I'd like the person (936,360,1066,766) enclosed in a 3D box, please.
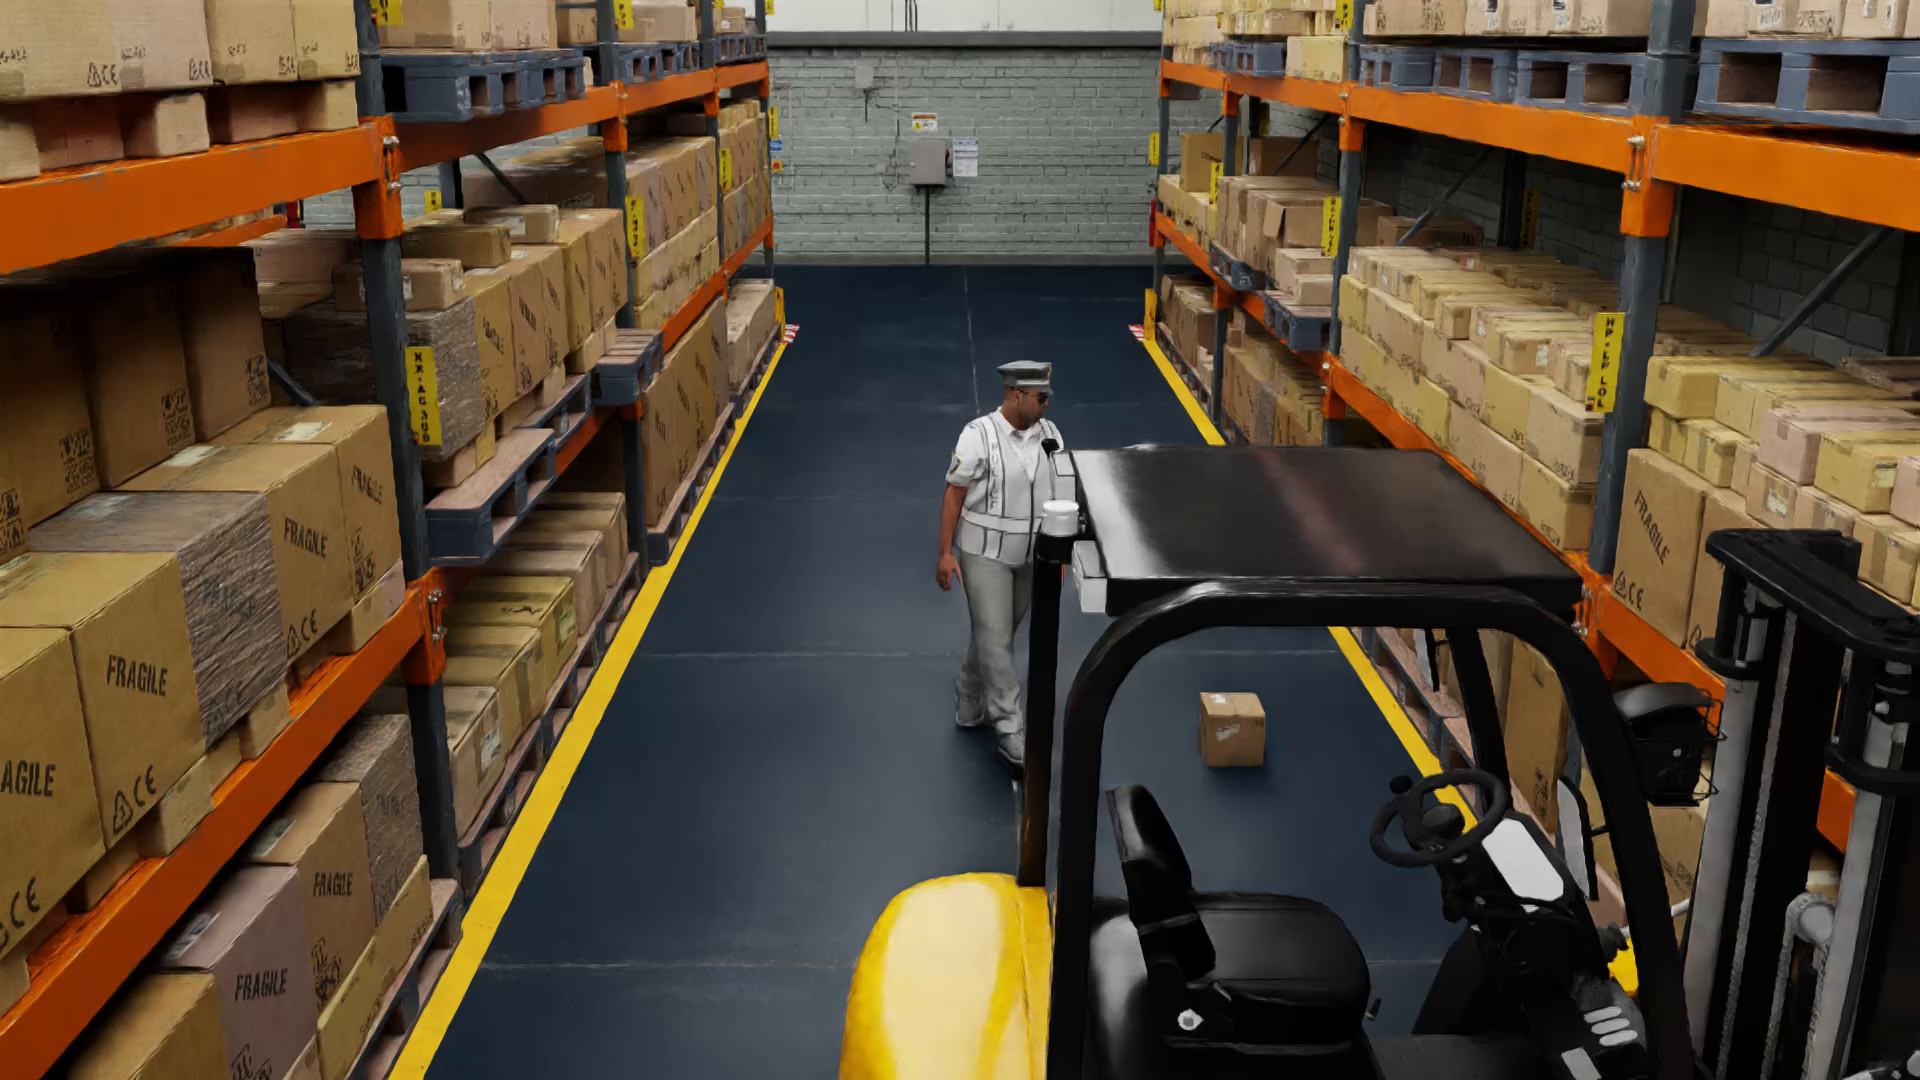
[{"bbox_3d":[0.256,0.072,7.313,0.593,1.707,0.903,-10,20,-30],"label":"person"}]
